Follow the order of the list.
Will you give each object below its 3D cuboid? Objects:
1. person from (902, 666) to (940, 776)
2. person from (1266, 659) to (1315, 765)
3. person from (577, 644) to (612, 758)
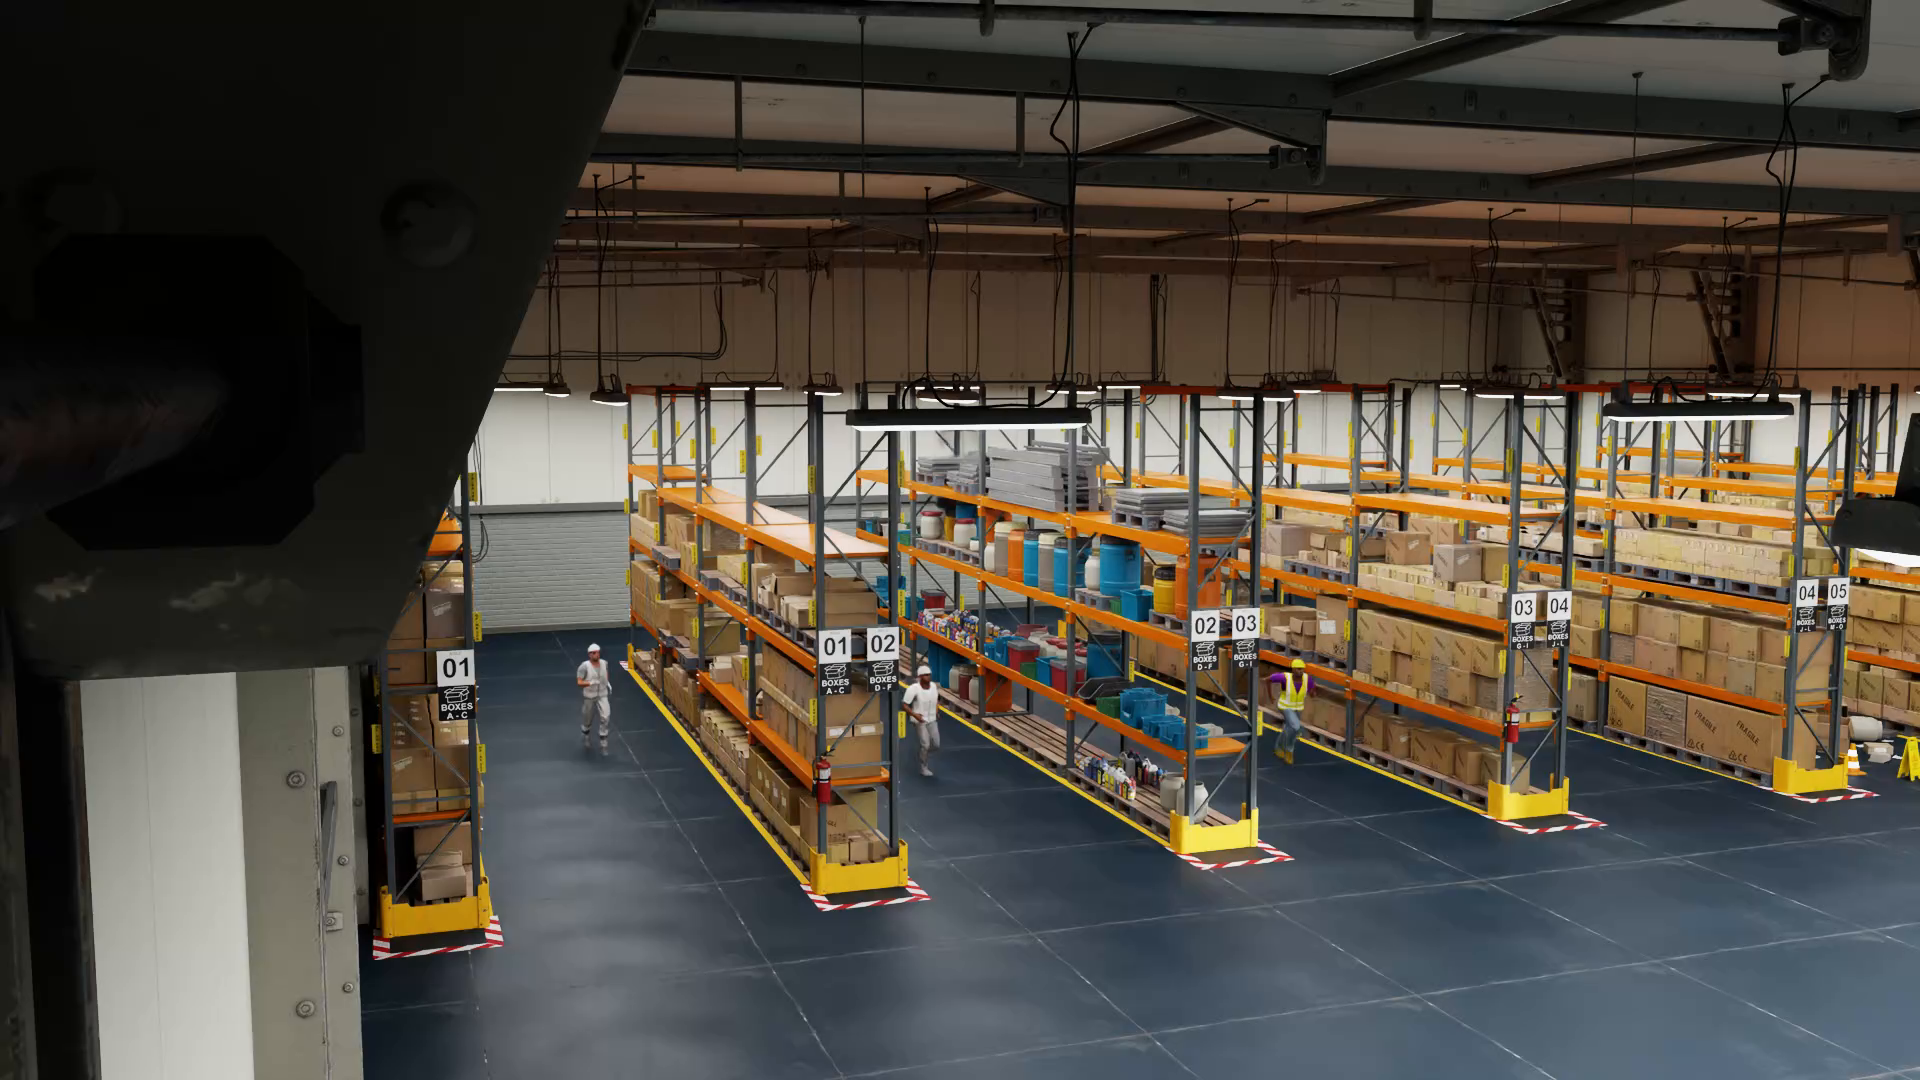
[{"bbox_3d":[-0.570,2.806,25.835,0.704,1.725,0.546,-4,7,-35],"label":"person"},{"bbox_3d":[5.295,2.726,26.609,0.684,1.715,0.917,-3,6,-23],"label":"person"},{"bbox_3d":[-6.005,2.600,27.326,0.652,1.825,0.905,-3,7,-30],"label":"person"}]
